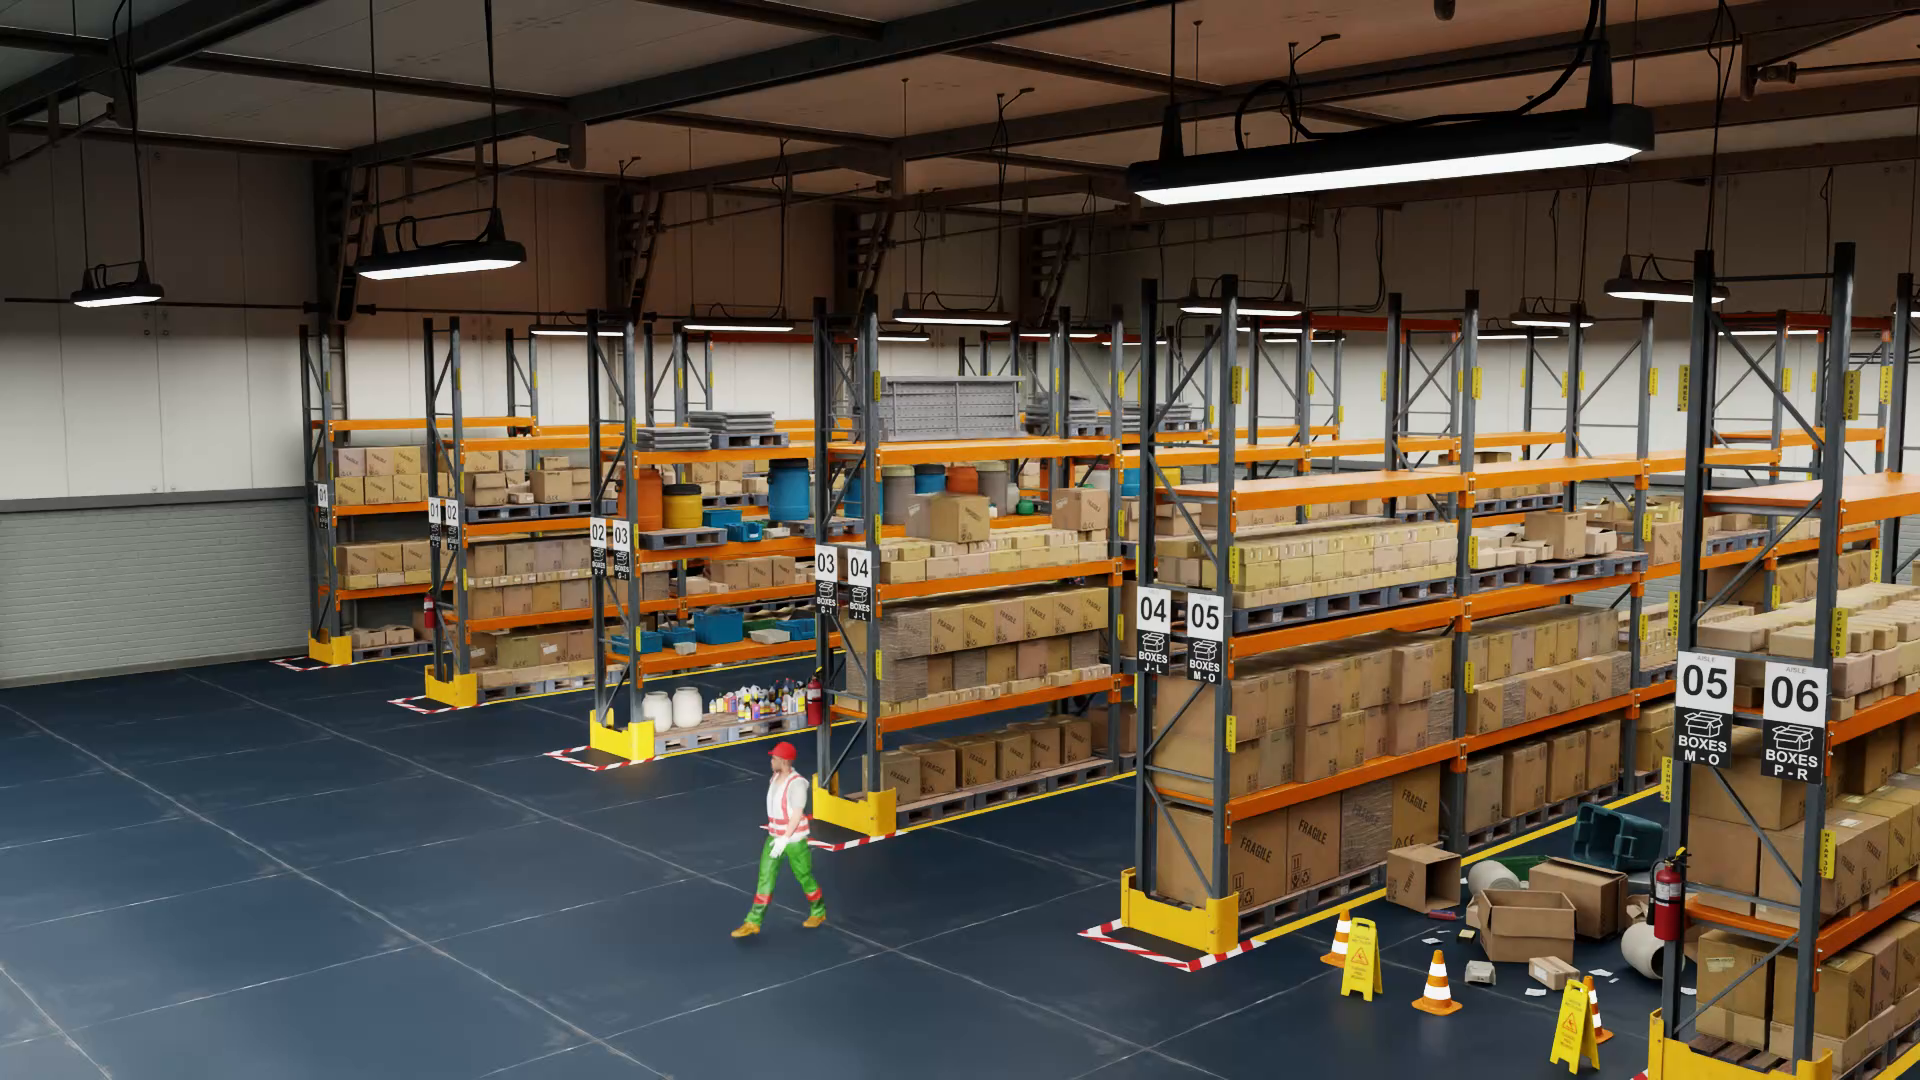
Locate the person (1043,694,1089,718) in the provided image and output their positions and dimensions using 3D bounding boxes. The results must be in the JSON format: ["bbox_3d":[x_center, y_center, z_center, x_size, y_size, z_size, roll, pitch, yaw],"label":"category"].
[{"bbox_3d":[1.529,1.790,24.677,1.100,1.727,0.601,-4,7,-34],"label":"person"}]

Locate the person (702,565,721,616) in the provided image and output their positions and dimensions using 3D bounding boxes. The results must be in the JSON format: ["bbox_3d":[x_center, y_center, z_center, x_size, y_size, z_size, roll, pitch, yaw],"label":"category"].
[{"bbox_3d":[-4.642,1.212,31.518,0.778,1.515,0.466,-4,7,-33],"label":"person"}]

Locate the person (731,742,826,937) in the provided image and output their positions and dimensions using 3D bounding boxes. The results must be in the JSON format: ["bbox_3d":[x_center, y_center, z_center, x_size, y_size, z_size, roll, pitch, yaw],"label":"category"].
[{"bbox_3d":[-1.666,2.730,15.233,0.978,1.746,0.565,-5,8,-42],"label":"person"}]
